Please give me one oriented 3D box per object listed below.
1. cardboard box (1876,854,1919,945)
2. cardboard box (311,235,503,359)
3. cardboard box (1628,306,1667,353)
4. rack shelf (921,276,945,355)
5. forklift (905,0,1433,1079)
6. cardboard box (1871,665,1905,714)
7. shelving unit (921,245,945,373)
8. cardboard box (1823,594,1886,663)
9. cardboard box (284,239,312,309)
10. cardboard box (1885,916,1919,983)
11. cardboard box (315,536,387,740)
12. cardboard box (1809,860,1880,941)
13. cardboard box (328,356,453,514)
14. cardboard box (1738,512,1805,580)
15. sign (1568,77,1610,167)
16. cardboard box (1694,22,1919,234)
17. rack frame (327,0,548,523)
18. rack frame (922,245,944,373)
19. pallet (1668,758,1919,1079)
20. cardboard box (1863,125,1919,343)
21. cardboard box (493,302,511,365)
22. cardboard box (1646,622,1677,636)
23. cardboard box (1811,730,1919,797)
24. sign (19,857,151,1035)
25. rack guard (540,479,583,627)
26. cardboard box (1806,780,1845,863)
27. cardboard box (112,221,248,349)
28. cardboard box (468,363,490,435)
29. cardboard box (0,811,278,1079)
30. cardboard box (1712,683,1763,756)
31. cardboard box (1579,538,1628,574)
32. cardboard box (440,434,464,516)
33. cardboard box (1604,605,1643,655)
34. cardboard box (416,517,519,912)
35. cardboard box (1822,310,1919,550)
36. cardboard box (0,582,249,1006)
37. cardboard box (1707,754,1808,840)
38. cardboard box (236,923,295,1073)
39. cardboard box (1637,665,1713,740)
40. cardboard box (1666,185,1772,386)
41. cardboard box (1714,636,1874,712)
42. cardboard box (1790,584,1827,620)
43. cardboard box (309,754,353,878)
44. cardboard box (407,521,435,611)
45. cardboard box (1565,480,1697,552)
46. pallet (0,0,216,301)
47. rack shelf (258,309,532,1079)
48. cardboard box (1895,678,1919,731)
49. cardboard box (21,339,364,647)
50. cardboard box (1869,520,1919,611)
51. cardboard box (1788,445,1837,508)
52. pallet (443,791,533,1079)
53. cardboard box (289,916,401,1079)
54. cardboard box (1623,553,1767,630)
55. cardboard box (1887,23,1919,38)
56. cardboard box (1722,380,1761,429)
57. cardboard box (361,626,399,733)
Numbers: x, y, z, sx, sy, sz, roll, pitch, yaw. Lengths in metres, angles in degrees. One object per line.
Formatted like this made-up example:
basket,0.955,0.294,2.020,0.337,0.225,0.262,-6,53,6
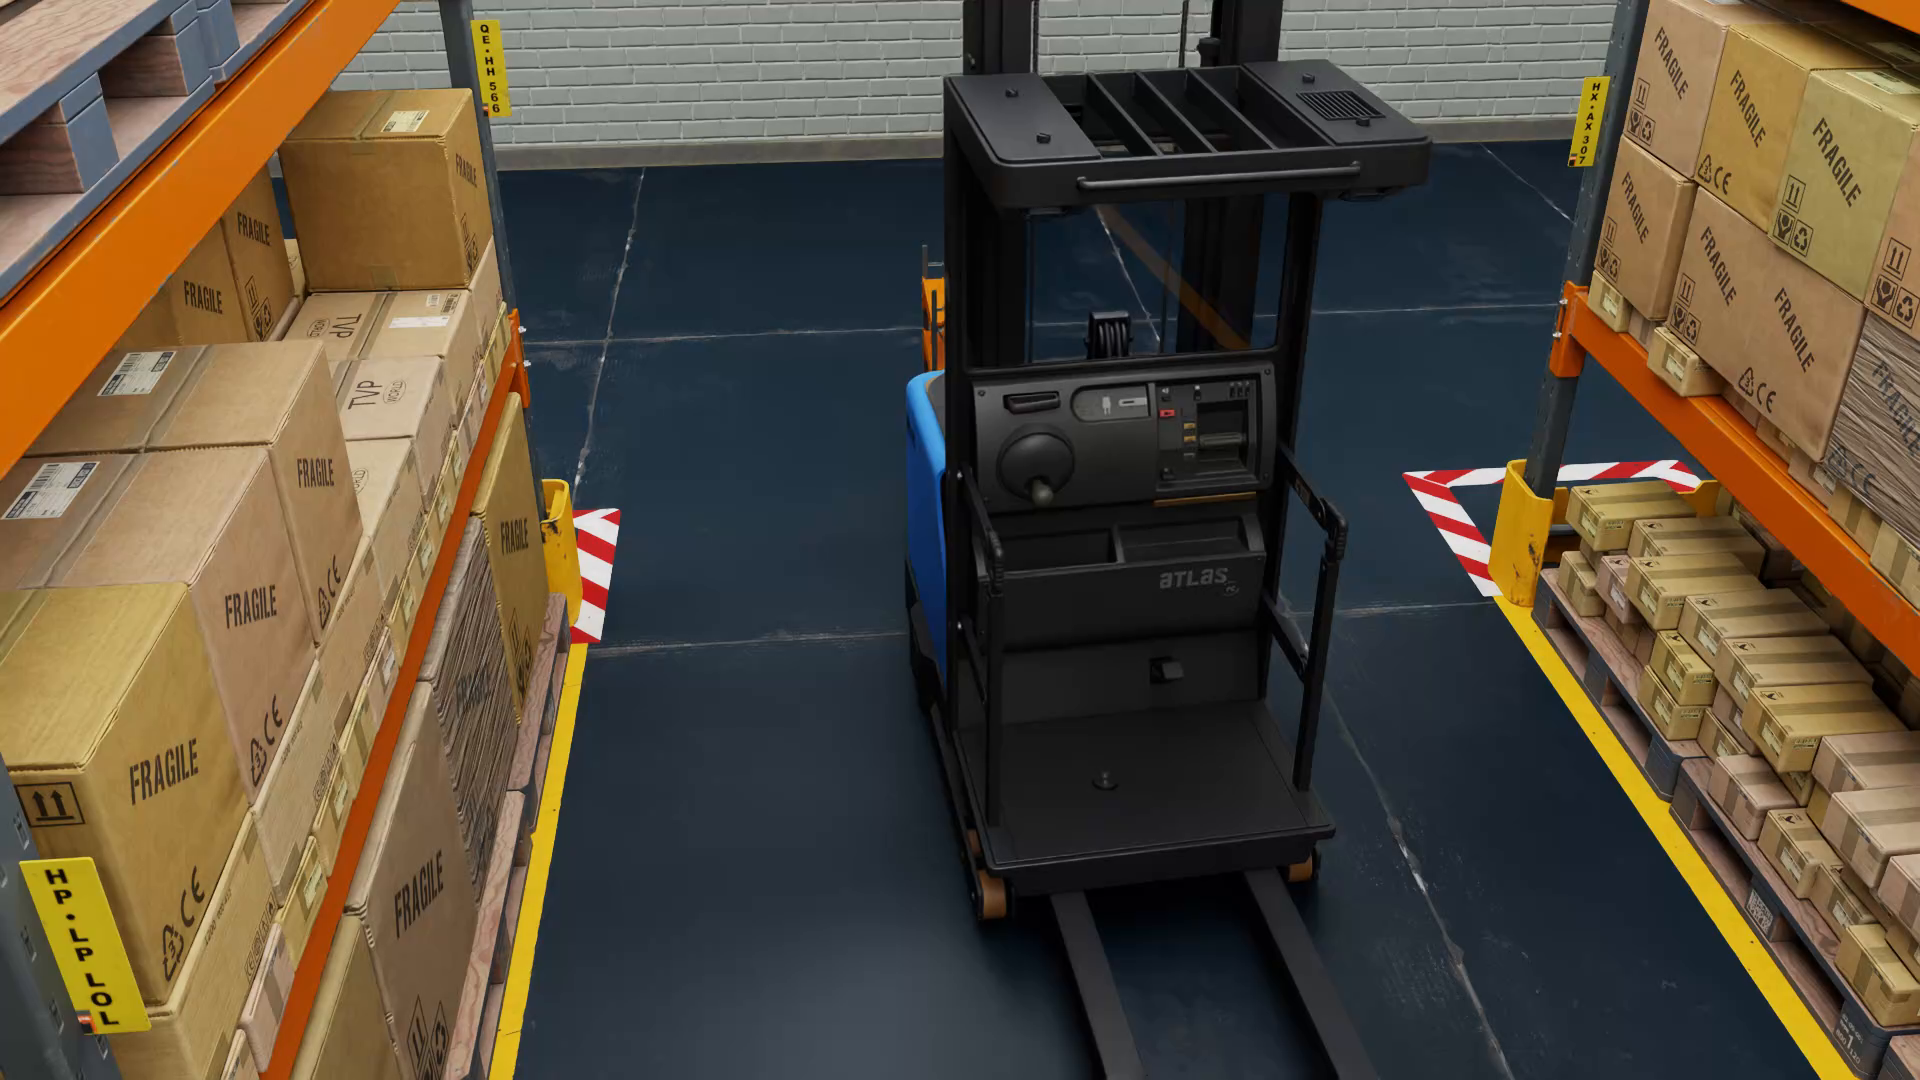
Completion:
cardboard box,2.739,0.972,4.488,0.380,0.149,0.250,-4,31,-7
cardboard box,-1.823,-0.806,5.531,0.500,0.250,0.500,-3,31,-5
cardboard box,2.584,-0.747,5.820,0.380,0.149,0.250,-2,31,-3
rack shelf,-0.015,-0.937,6.882,0.258,0.148,0.480,-3,31,-5
forklift,0.540,-0.263,4.832,1.130,2.935,3.031,-5,31,-8
cardboard box,3.260,0.537,5.507,0.380,0.149,0.250,-2,31,-4
shelving unit,-0.015,-0.600,7.084,0.258,1.200,0.503,-3,31,-5
cardboard box,3.195,0.275,5.655,0.380,0.149,0.250,-4,31,-7
cardboard box,-2.356,-0.783,5.492,0.500,0.250,0.500,-4,31,-6
cardboard box,2.794,1.113,4.542,0.380,0.149,0.250,-2,31,-3
cardboard box,-1.637,0.230,3.796,0.500,0.250,0.500,-2,31,-3
cardboard box,2.759,1.073,4.899,0.380,0.149,0.250,-2,31,-4
cardboard box,-1.728,-0.288,4.663,0.500,0.250,0.500,-4,31,-6
cardboard box,3.083,0.013,6.093,0.380,0.149,0.250,-2,31,-4
sign,2.275,-1.510,6.008,0.100,0.325,0.005,-3,31,-5
cardboard box,2.646,-1.265,5.079,0.500,0.500,0.500,-2,31,-3
rack frame,-2.132,-0.978,5.962,1.000,3.000,0.127,-3,31,-5
rack frame,-0.038,-0.724,7.292,0.240,1.200,0.015,-3,31,-5
pallet,2.974,1.110,5.186,1.003,0.211,1.213,-3,31,-5
cardboard box,2.724,-0.738,4.198,0.500,0.500,0.500,-4,31,-6
cardboard box,-1.771,-0.704,5.748,0.380,0.149,0.250,-2,31,-4
cardboard box,2.689,0.295,5.911,0.380,0.149,0.250,-2,31,-4
cardboard box,2.787,0.703,4.939,0.380,0.149,0.250,-3,31,-4
sign,-1.219,0.570,2.318,0.100,0.325,0.005,-3,31,-5
rack guard,-2.135,0.083,6.624,1.175,0.500,0.348,-3,31,-5
cardboard box,2.806,0.837,5.004,0.380,0.149,0.250,-1,31,-2
cardboard box,-2.255,-0.586,4.430,0.500,0.500,0.500,-4,31,-6
cardboard box,-1.723,-0.443,5.311,0.380,0.149,0.250,-3,31,-4
cardboard box,-1.542,0.749,2.928,0.500,0.250,0.500,-3,31,-5
cardboard box,2.724,0.562,5.464,0.380,0.149,0.250,-4,31,-7
cardboard box,2.609,0.032,6.352,0.380,0.149,0.250,-2,31,-3
cardboard box,-1.674,-0.183,4.876,0.380,0.149,0.250,-3,31,-6
cardboard box,2.652,0.292,6.206,0.380,0.149,0.250,-3,31,-5
cardboard box,-1.908,0.542,5.081,0.875,0.875,0.875,-3,31,-5
cardboard box,2.744,-0.309,4.455,0.500,0.500,0.500,-4,31,-6
cardboard box,-1.549,0.422,2.743,0.500,0.500,0.500,-3,31,-5
cardboard box,2.652,0.812,5.337,0.380,0.149,0.250,-4,31,-7
cardboard box,-1.480,0.871,3.111,0.380,0.149,0.250,-4,31,-6
cardboard box,2.596,0.554,5.767,0.380,0.149,0.250,-2,31,-4
cardboard box,2.658,-0.820,5.310,0.500,0.500,0.500,-3,31,-4
cardboard box,2.690,0.443,5.374,0.380,0.149,0.250,-2,31,-3
cardboard box,3.199,0.273,5.948,0.380,0.149,0.250,-4,31,-7
cardboard box,-1.531,0.602,3.561,0.380,0.149,0.250,-4,31,-6
cardboard box,-1.629,0.076,4.442,0.380,0.149,0.250,-2,31,-4
cardboard box,2.526,-0.092,6.269,0.380,0.149,0.250,-4,31,-7
pallet,-1.825,-0.604,2.497,1.003,0.211,1.213,-3,31,-5
rack shelf,-1.946,0.352,4.437,1.077,0.370,4.000,-3,31,-5
cardboard box,3.190,0.549,5.196,0.380,0.149,0.250,-4,31,-6
cardboard box,-1.640,-0.095,3.609,0.500,0.500,0.500,-4,31,-6
cardboard box,2.712,0.057,4.475,0.380,0.149,0.250,-2,31,-4
cardboard box,2.713,-0.214,4.929,0.380,0.149,0.250,-3,31,-6
pallet,-1.869,1.245,4.960,1.003,0.211,1.213,-3,31,-5
cardboard box,-1.741,1.455,3.551,0.875,0.875,0.875,-3,31,-5
cardboard box,2.567,0.178,5.818,0.380,0.149,0.250,-3,31,-5
cardboard box,3.153,-1.283,5.111,0.500,0.500,0.500,-4,31,-6
cardboard box,2.717,-0.481,5.376,0.380,0.149,0.250,-1,31,-2
cardboard box,-1.577,0.343,3.995,0.380,0.149,0.250,-2,31,-4
